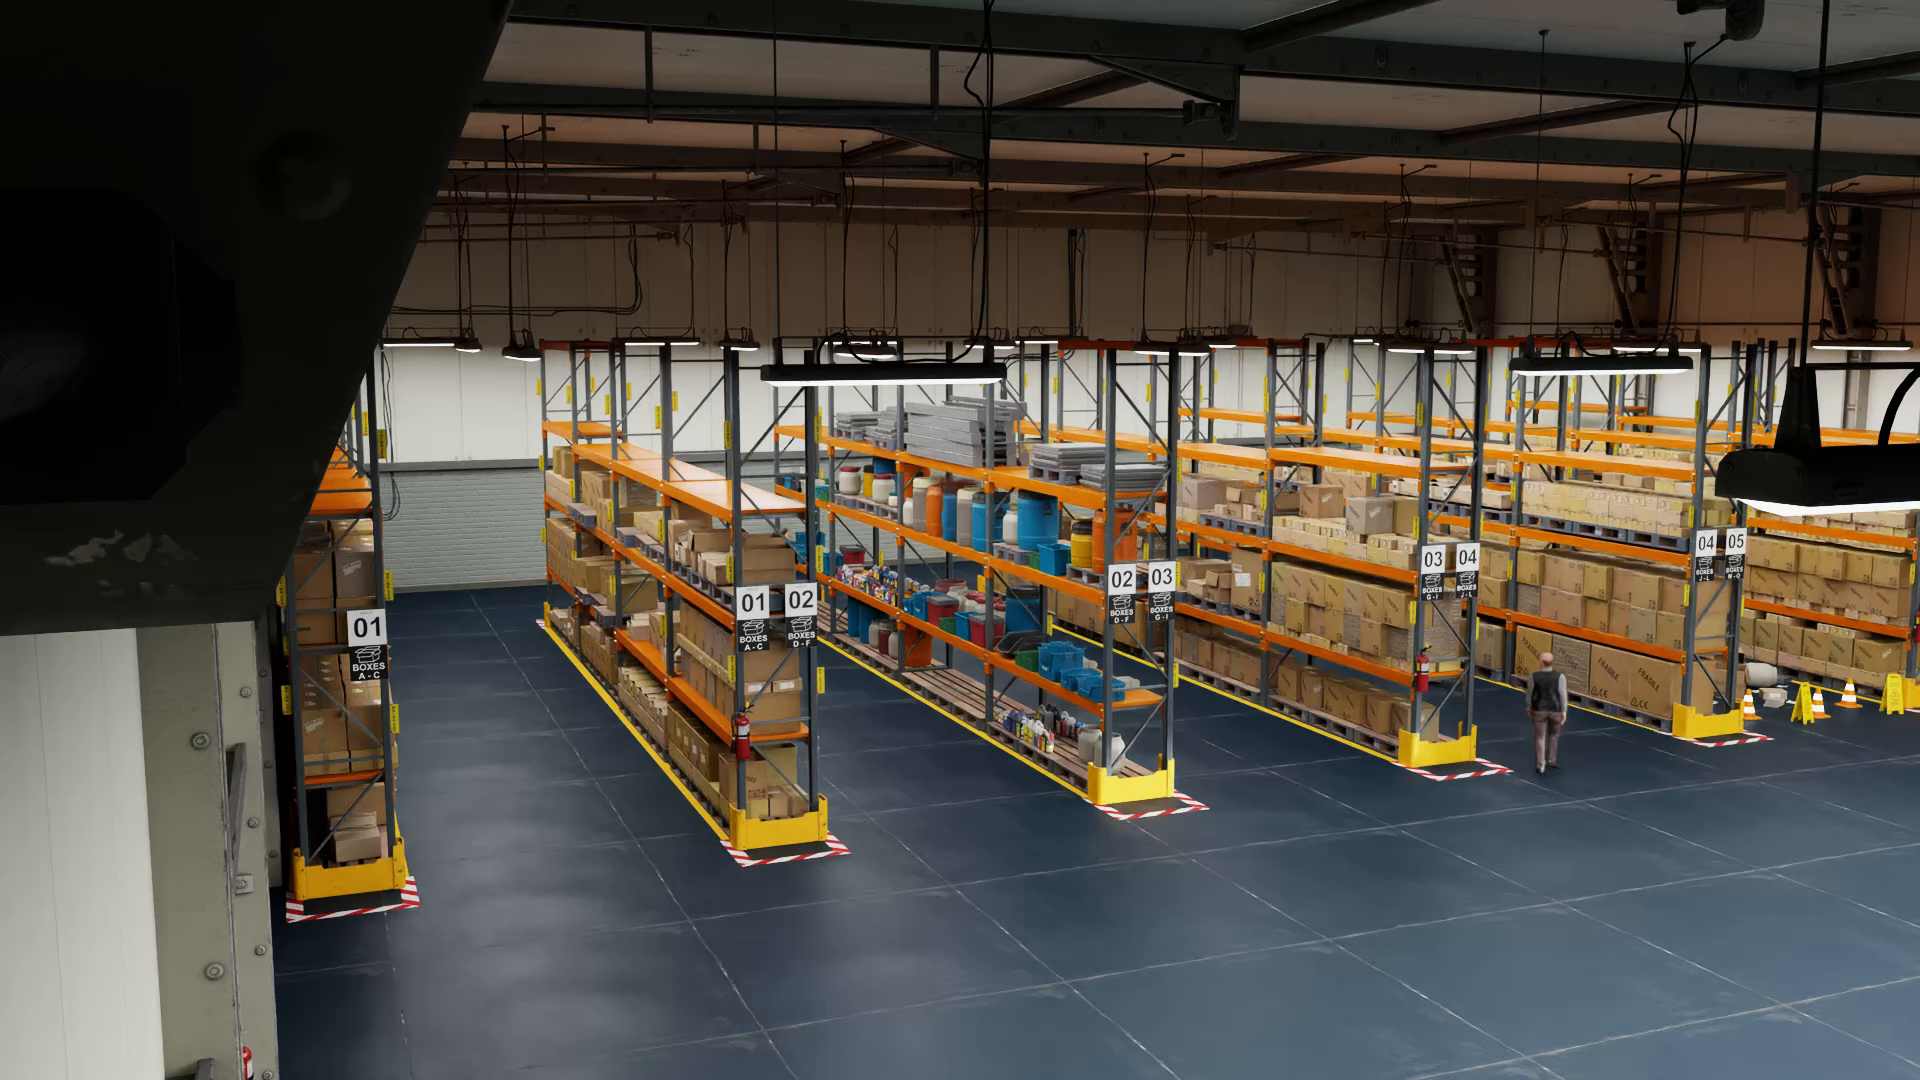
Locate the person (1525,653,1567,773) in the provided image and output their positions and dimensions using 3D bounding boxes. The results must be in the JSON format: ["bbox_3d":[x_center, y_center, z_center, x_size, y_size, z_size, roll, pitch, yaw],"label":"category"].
[{"bbox_3d":[8.298,2.428,23.580,0.539,1.734,0.635,2,8,16],"label":"person"}]

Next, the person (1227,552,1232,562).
[{"bbox_3d":[7.285,-0.131,43.772,0.450,1.647,0.597,7,10,43],"label":"person"}]

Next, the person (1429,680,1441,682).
[{"bbox_3d":[8.346,1.684,29.380,0.506,1.650,0.439,-3,8,-21],"label":"person"}]

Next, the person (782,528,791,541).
[{"bbox_3d":[-4.071,0.544,38.220,0.852,1.639,0.442,2,8,15],"label":"person"}]
